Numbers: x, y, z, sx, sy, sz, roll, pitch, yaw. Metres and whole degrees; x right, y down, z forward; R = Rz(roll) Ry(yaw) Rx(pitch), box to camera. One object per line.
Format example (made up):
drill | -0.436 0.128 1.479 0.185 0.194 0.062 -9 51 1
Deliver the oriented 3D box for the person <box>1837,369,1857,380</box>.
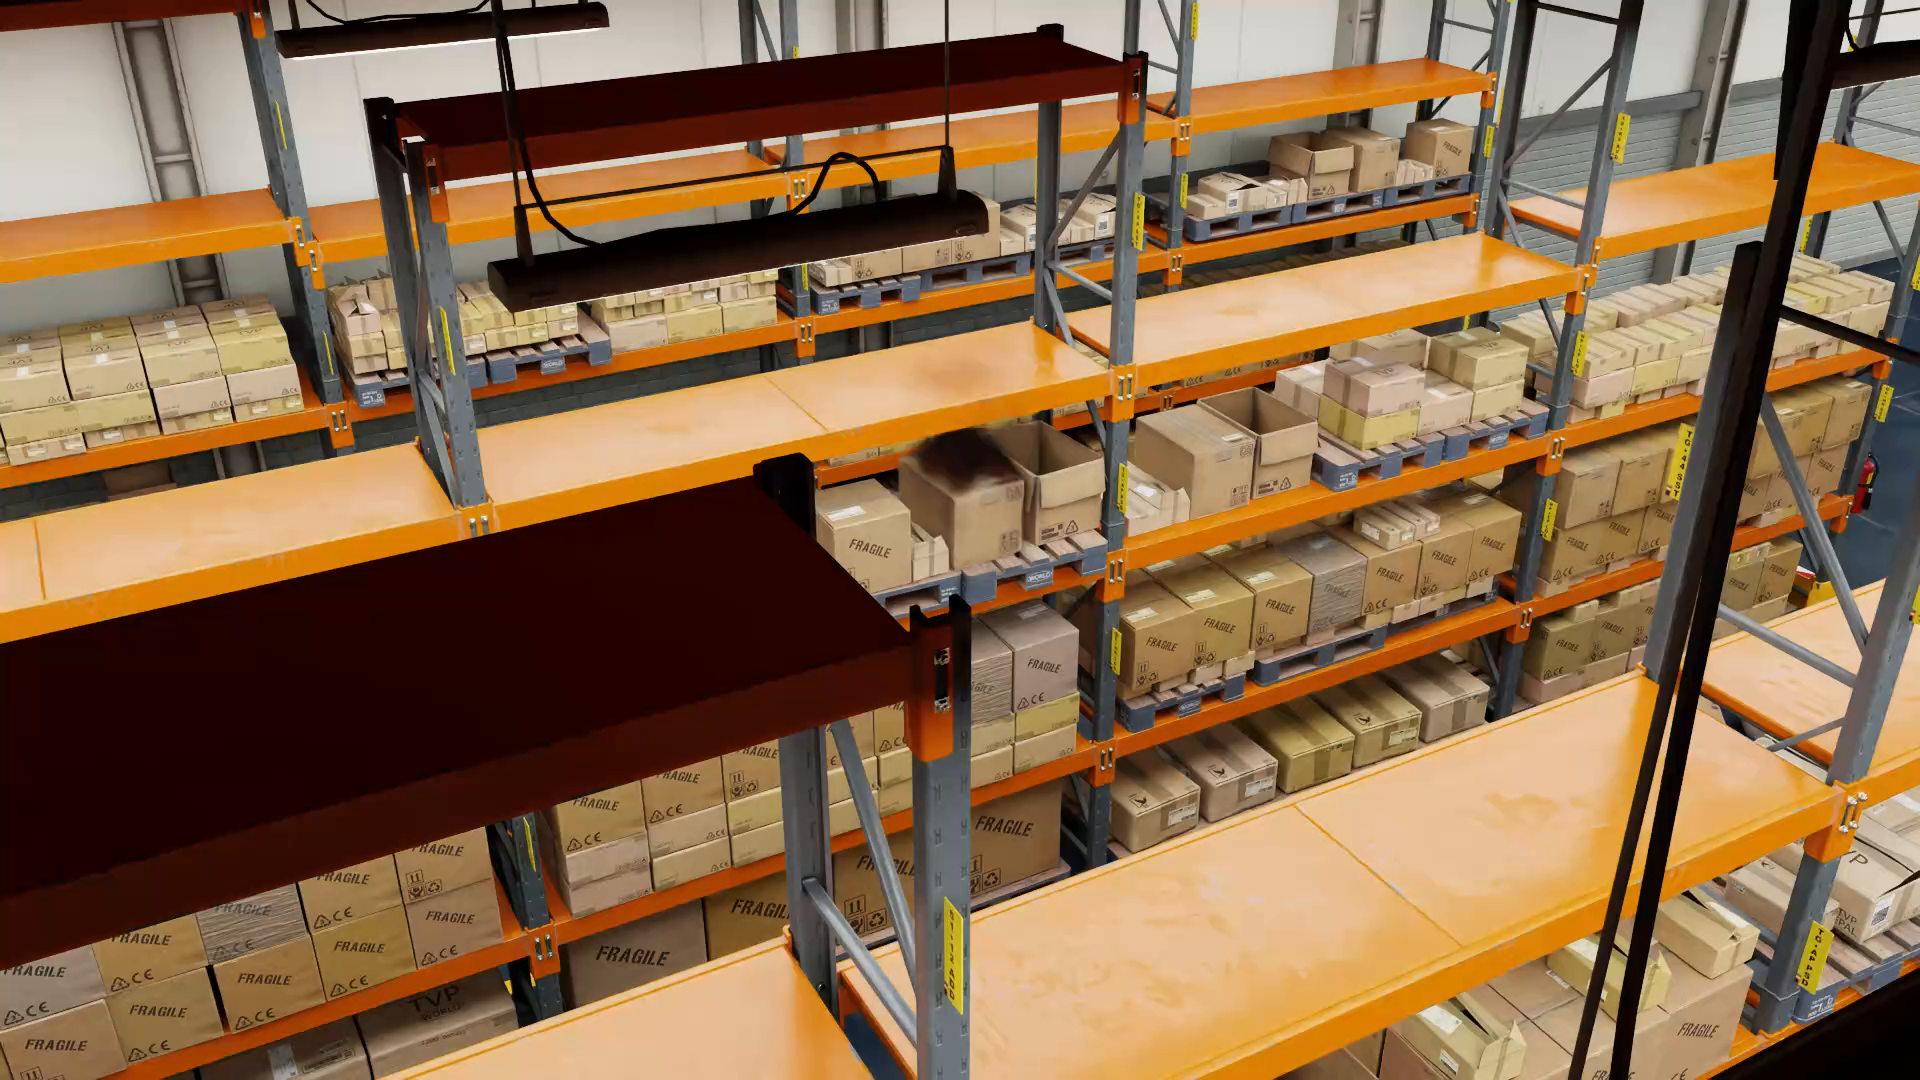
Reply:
person | 9.016 -1.072 17.246 0.538 1.667 0.341 -21 35 -34
